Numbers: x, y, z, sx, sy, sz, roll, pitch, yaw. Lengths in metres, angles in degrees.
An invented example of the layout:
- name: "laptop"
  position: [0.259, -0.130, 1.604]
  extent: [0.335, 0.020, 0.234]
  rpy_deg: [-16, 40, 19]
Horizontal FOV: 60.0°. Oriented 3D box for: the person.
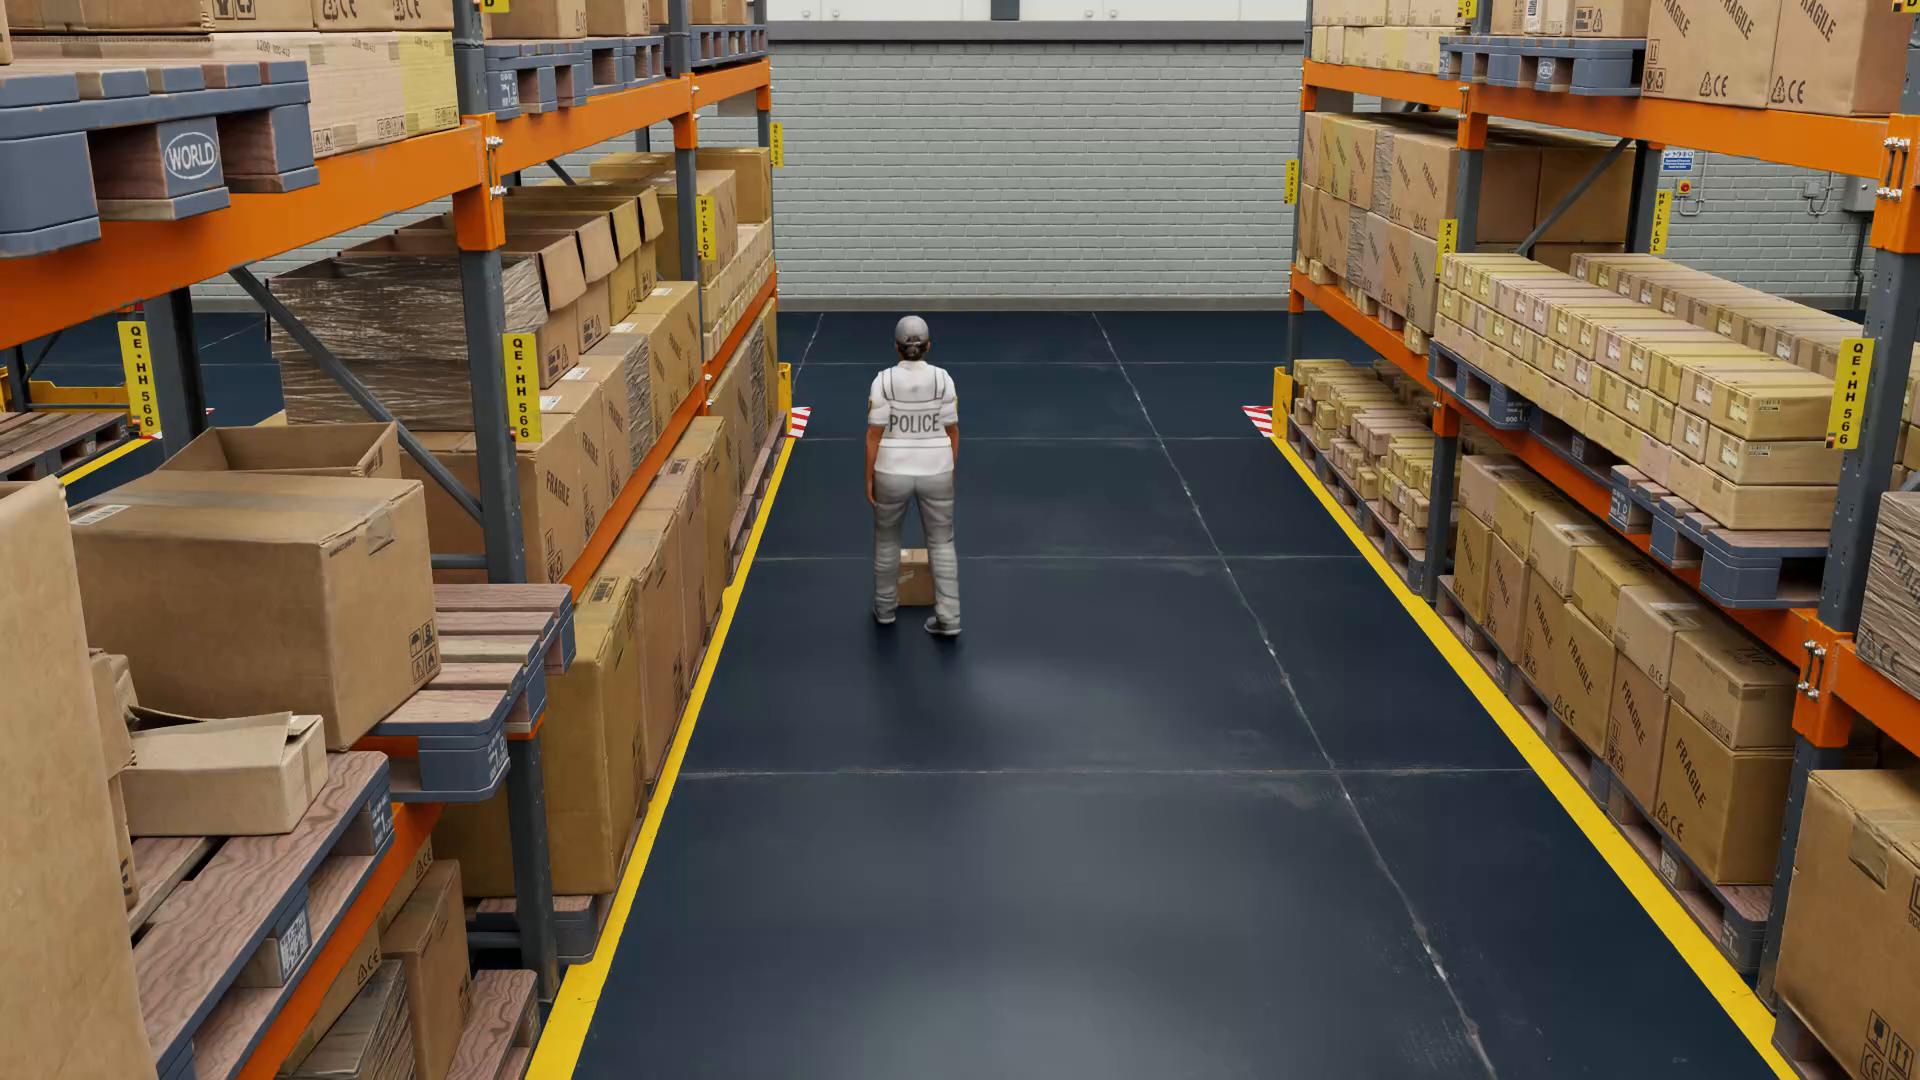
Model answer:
- name: "person"
  position: [-0.257, -0.337, 8.633]
  extent: [0.487, 1.673, 0.583]
  rpy_deg: [-2, 17, -8]
